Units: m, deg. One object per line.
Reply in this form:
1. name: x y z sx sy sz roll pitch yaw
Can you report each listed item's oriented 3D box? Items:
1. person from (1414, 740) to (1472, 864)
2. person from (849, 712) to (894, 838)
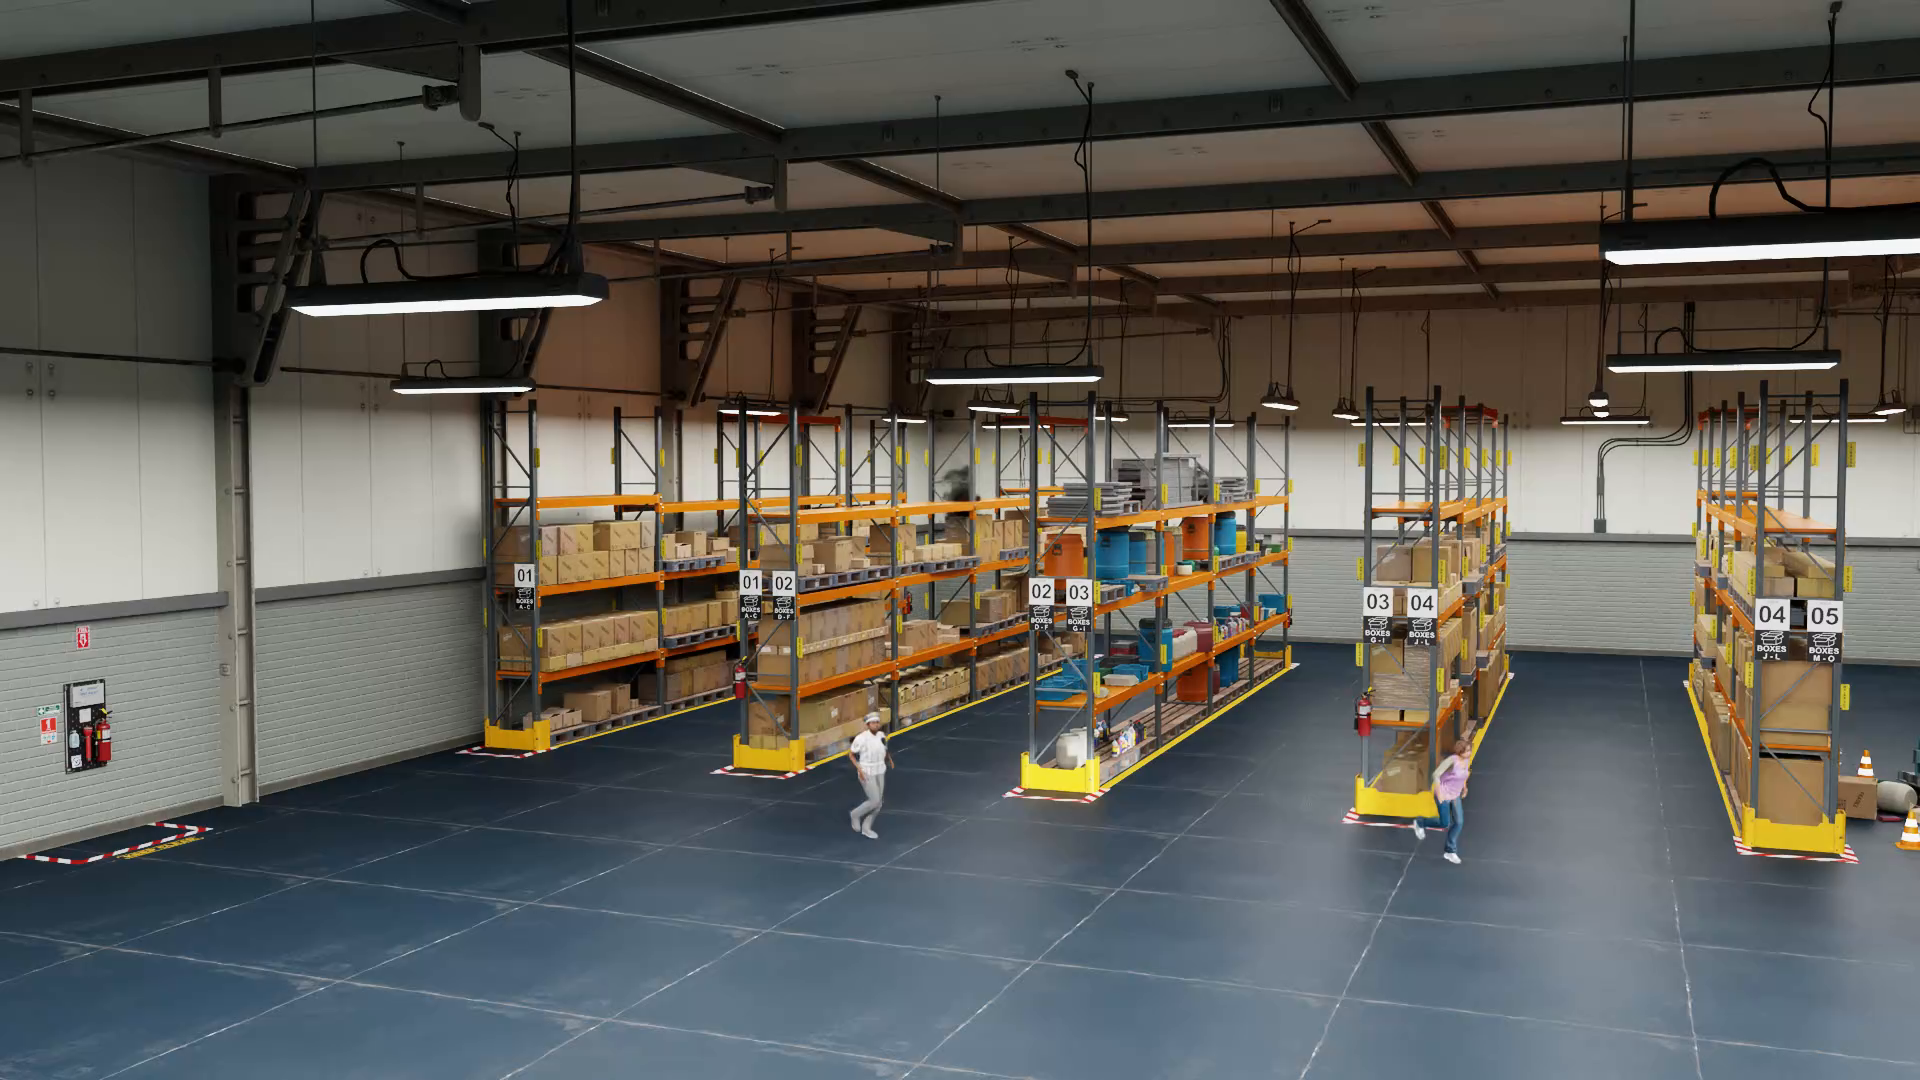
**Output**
1. person: 6.050 3.231 20.829 0.539 1.547 0.818 -2 4 -40
2. person: -1.134 3.092 21.951 0.566 1.670 0.571 -2 4 -41
